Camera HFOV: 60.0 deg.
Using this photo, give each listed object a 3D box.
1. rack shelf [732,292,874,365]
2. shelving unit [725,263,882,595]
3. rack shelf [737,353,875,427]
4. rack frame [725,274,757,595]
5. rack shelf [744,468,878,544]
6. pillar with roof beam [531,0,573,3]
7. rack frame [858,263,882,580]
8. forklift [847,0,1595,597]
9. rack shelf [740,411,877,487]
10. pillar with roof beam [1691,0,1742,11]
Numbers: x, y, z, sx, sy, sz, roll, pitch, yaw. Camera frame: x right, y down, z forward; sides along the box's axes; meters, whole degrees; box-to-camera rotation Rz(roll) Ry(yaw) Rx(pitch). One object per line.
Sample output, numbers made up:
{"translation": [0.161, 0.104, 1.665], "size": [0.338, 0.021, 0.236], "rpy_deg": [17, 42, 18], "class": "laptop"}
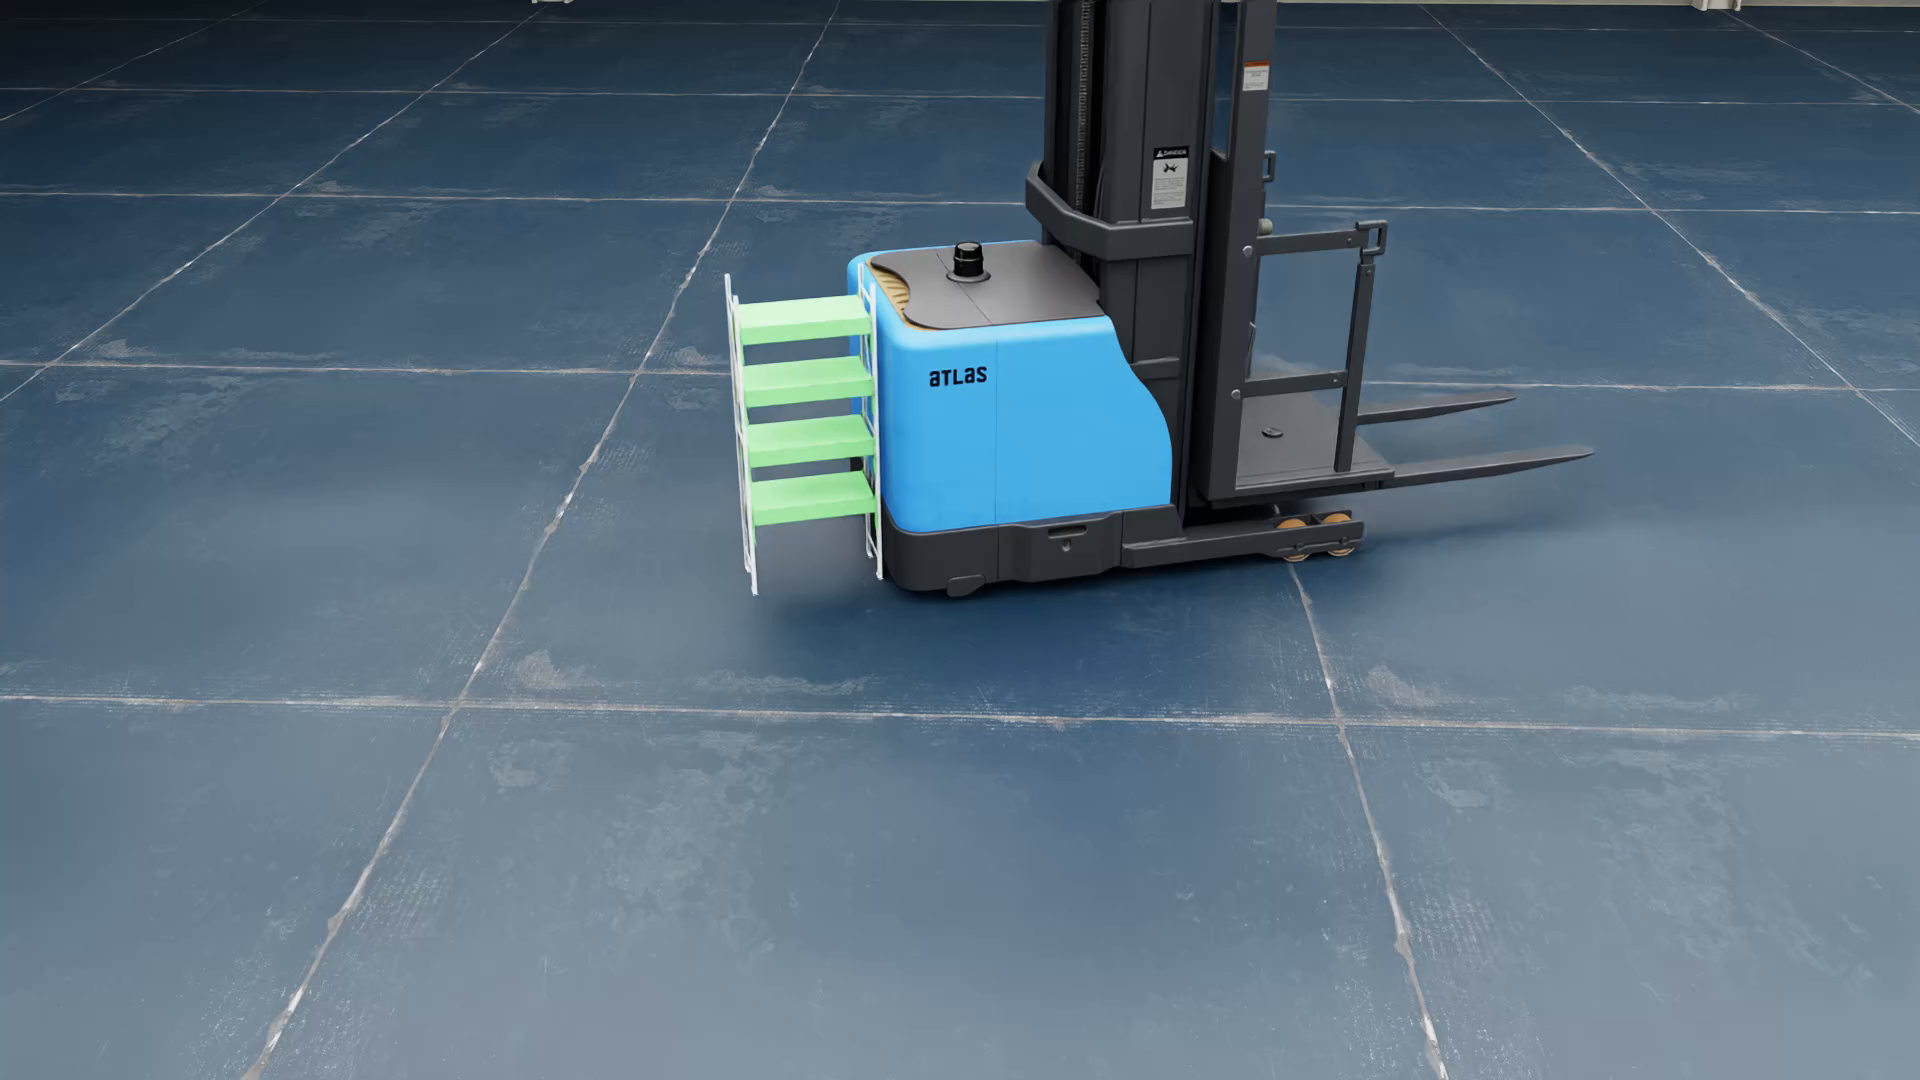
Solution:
{"translation": [-0.575, -0.769, 6.032], "size": [0.480, 0.148, 0.258], "rpy_deg": [-7, 29, -13], "class": "rack shelf"}
{"translation": [-0.575, -0.402, 6.227], "size": [0.503, 1.200, 0.258], "rpy_deg": [-7, 29, -13], "class": "shelving unit"}
{"translation": [-0.575, -0.557, 6.145], "size": [0.480, 0.148, 0.258], "rpy_deg": [-7, 29, -13], "class": "rack shelf"}
{"translation": [-0.811, -0.374, 6.174], "size": [0.015, 1.200, 0.240], "rpy_deg": [-7, 29, -13], "class": "rack frame"}
{"translation": [-0.575, -0.133, 6.369], "size": [0.480, 0.148, 0.258], "rpy_deg": [-7, 29, -13], "class": "rack shelf"}
{"translation": [-4.404, -7.615, 11.507], "size": [0.400, 9.000, 9.100], "rpy_deg": [1, 28, 2], "class": "pillar with roof beam"}
{"translation": [-0.338, -0.430, 6.280], "size": [0.015, 1.200, 0.240], "rpy_deg": [-7, 29, -13], "class": "rack frame"}
{"translation": [1.113, -1.441, 6.339], "size": [3.031, 2.935, 1.130], "rpy_deg": [-7, 29, -13], "class": "forklift"}
{"translation": [-0.575, -0.345, 6.257], "size": [0.480, 0.148, 0.258], "rpy_deg": [-7, 29, -13], "class": "rack shelf"}
{"translation": [7.588, -7.416, 11.133], "size": [0.400, 9.000, 9.100], "rpy_deg": [1, 28, 2], "class": "pillar with roof beam"}
